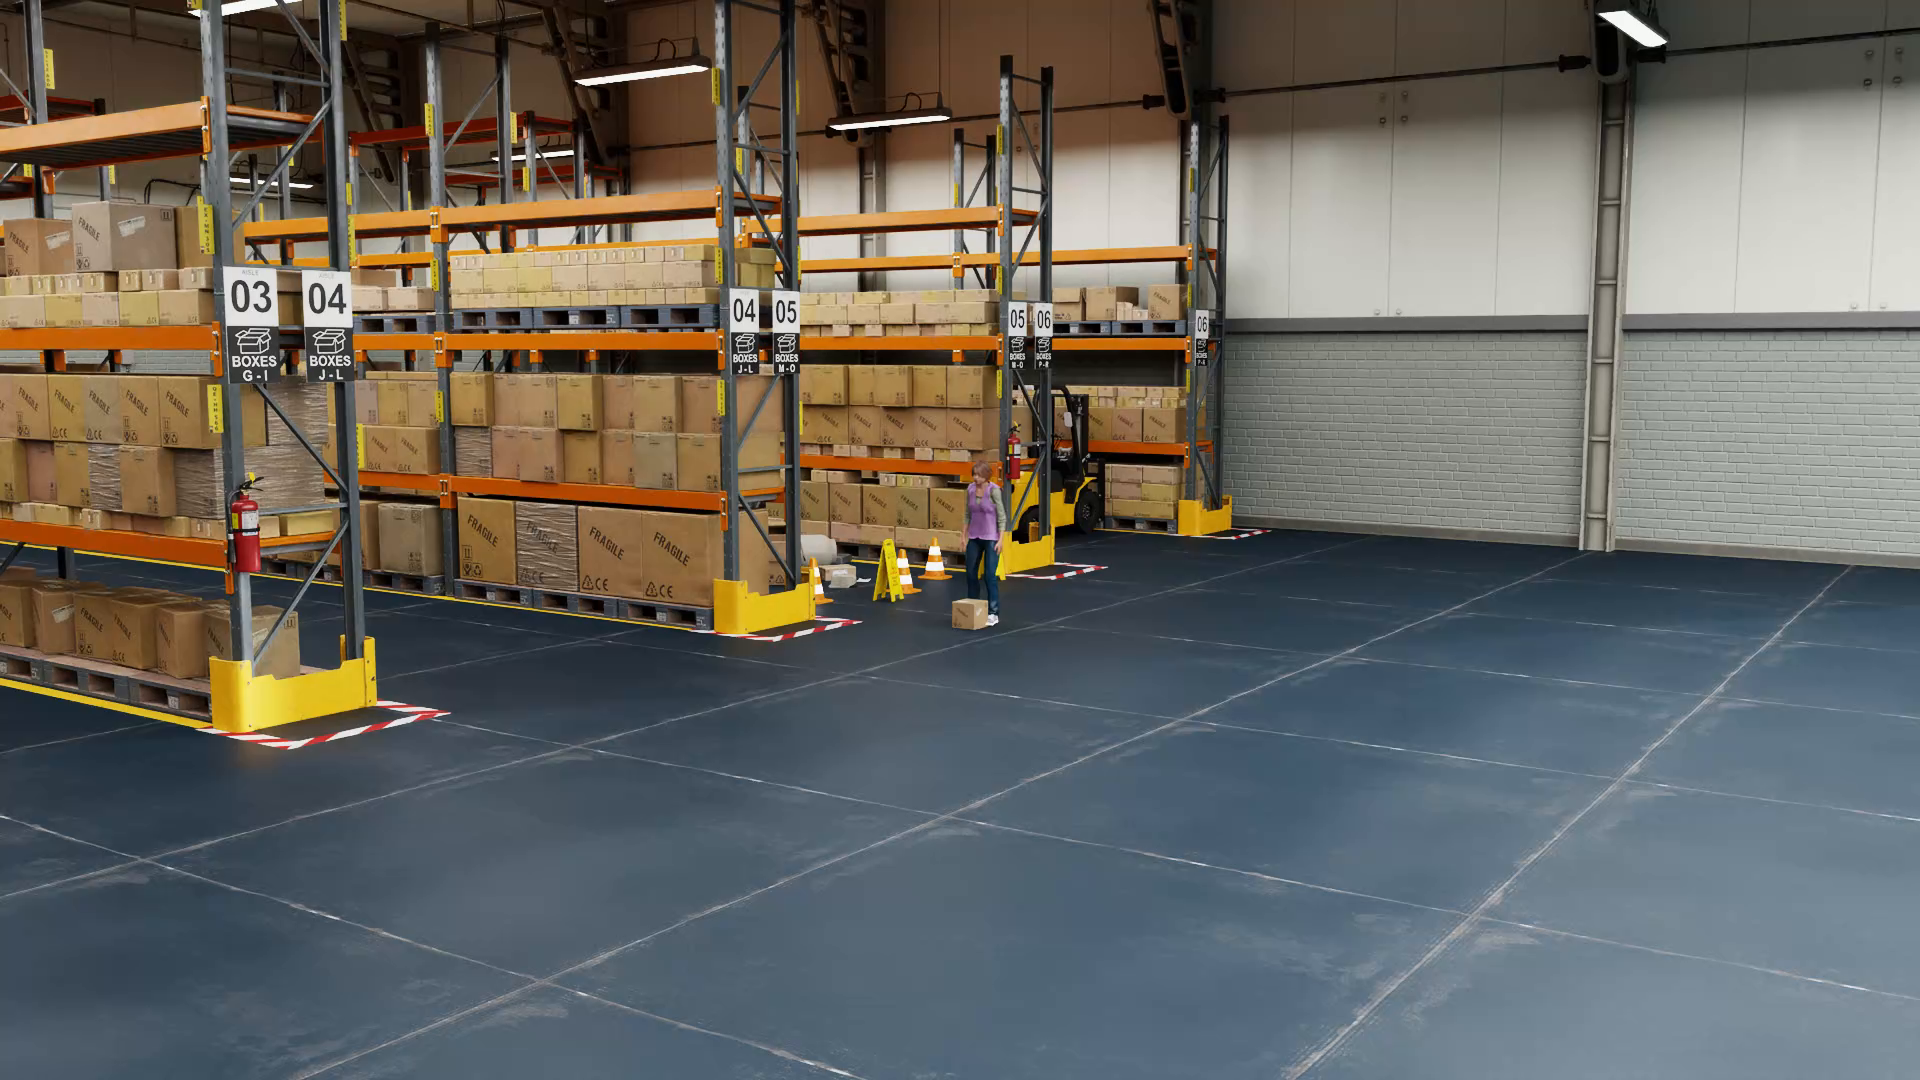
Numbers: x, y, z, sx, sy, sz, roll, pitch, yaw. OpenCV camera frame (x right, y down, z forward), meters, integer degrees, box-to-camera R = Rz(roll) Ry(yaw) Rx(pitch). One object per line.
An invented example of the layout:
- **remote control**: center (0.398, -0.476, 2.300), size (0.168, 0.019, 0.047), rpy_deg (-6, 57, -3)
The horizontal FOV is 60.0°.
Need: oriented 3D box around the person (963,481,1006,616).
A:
- **person**: center (0.241, 0.084, 16.060), size (0.464, 1.328, 0.292), rpy_deg (4, 8, 32)
